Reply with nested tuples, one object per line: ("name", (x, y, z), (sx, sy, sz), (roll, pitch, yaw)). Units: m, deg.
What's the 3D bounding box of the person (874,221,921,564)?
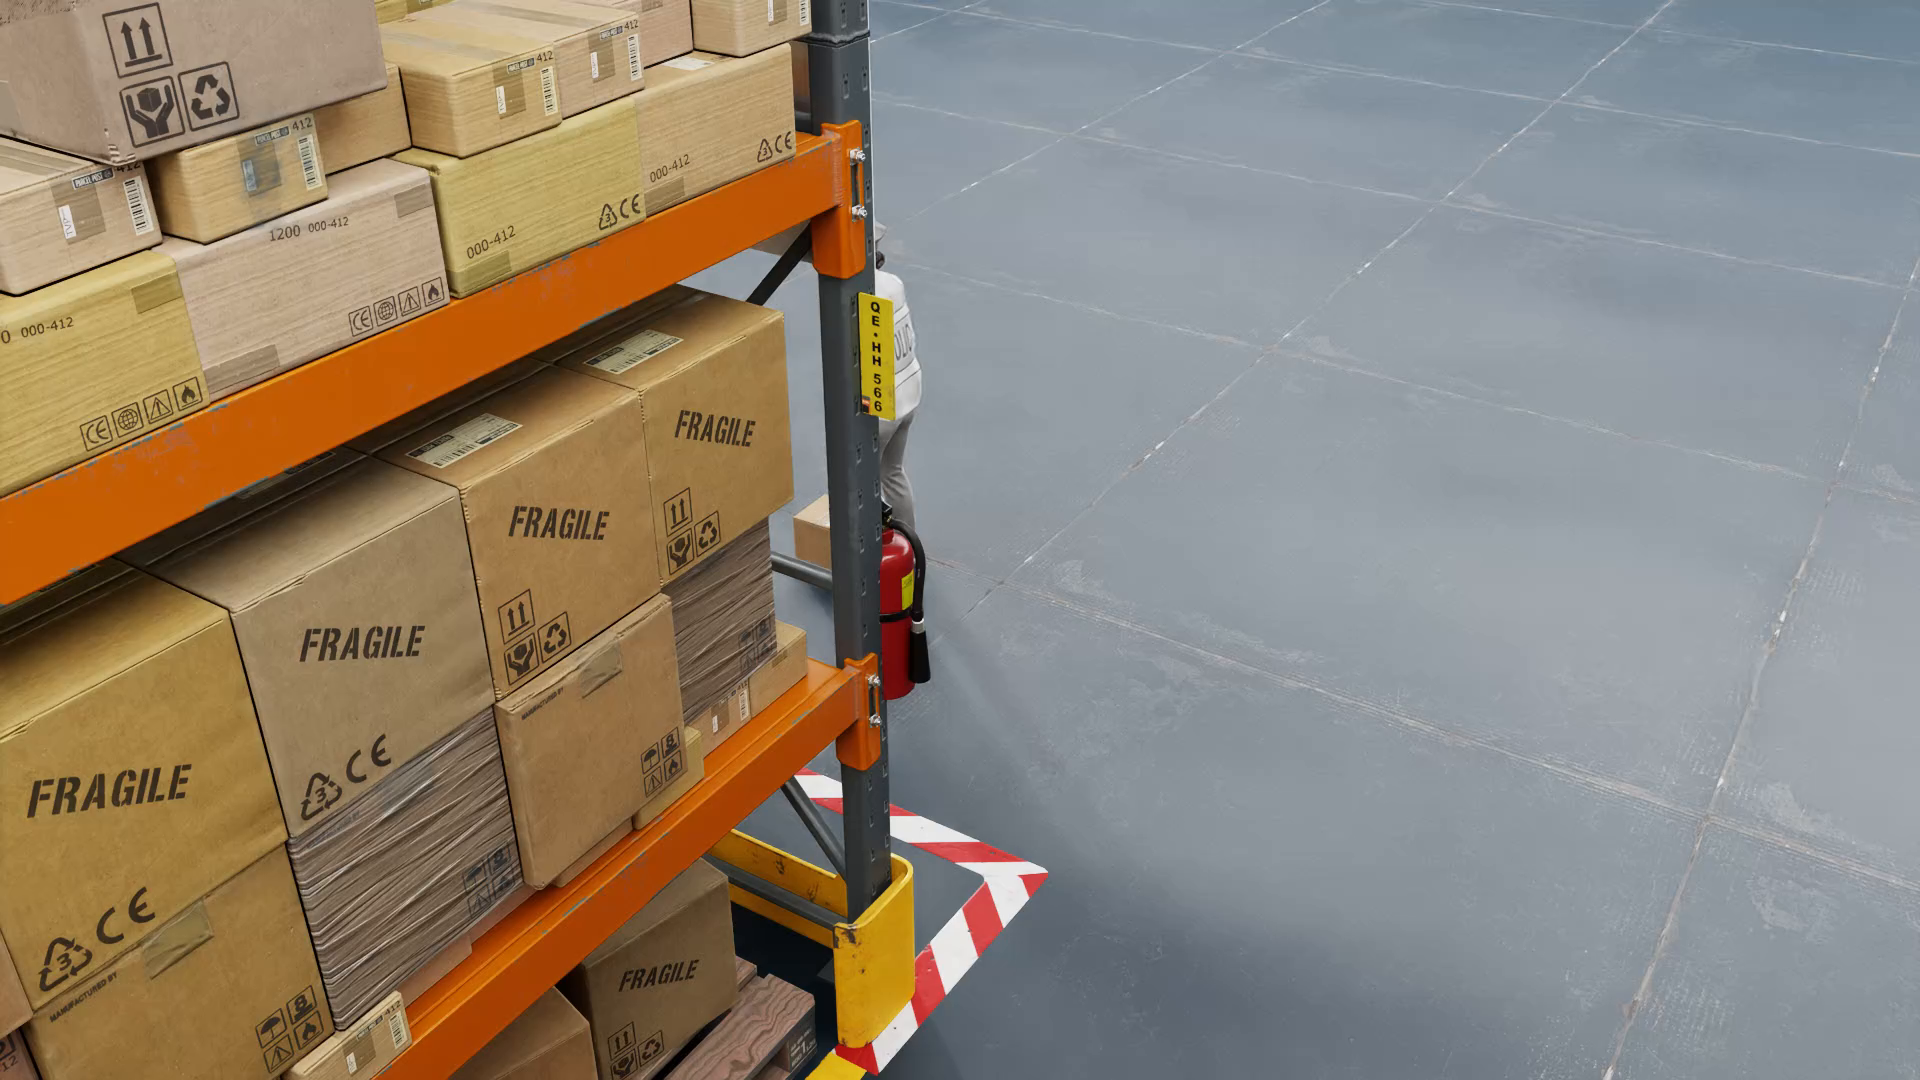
("person", (-0.373, -0.559, 7.070), (0.376, 1.664, 0.546), (16, 34, 24))
